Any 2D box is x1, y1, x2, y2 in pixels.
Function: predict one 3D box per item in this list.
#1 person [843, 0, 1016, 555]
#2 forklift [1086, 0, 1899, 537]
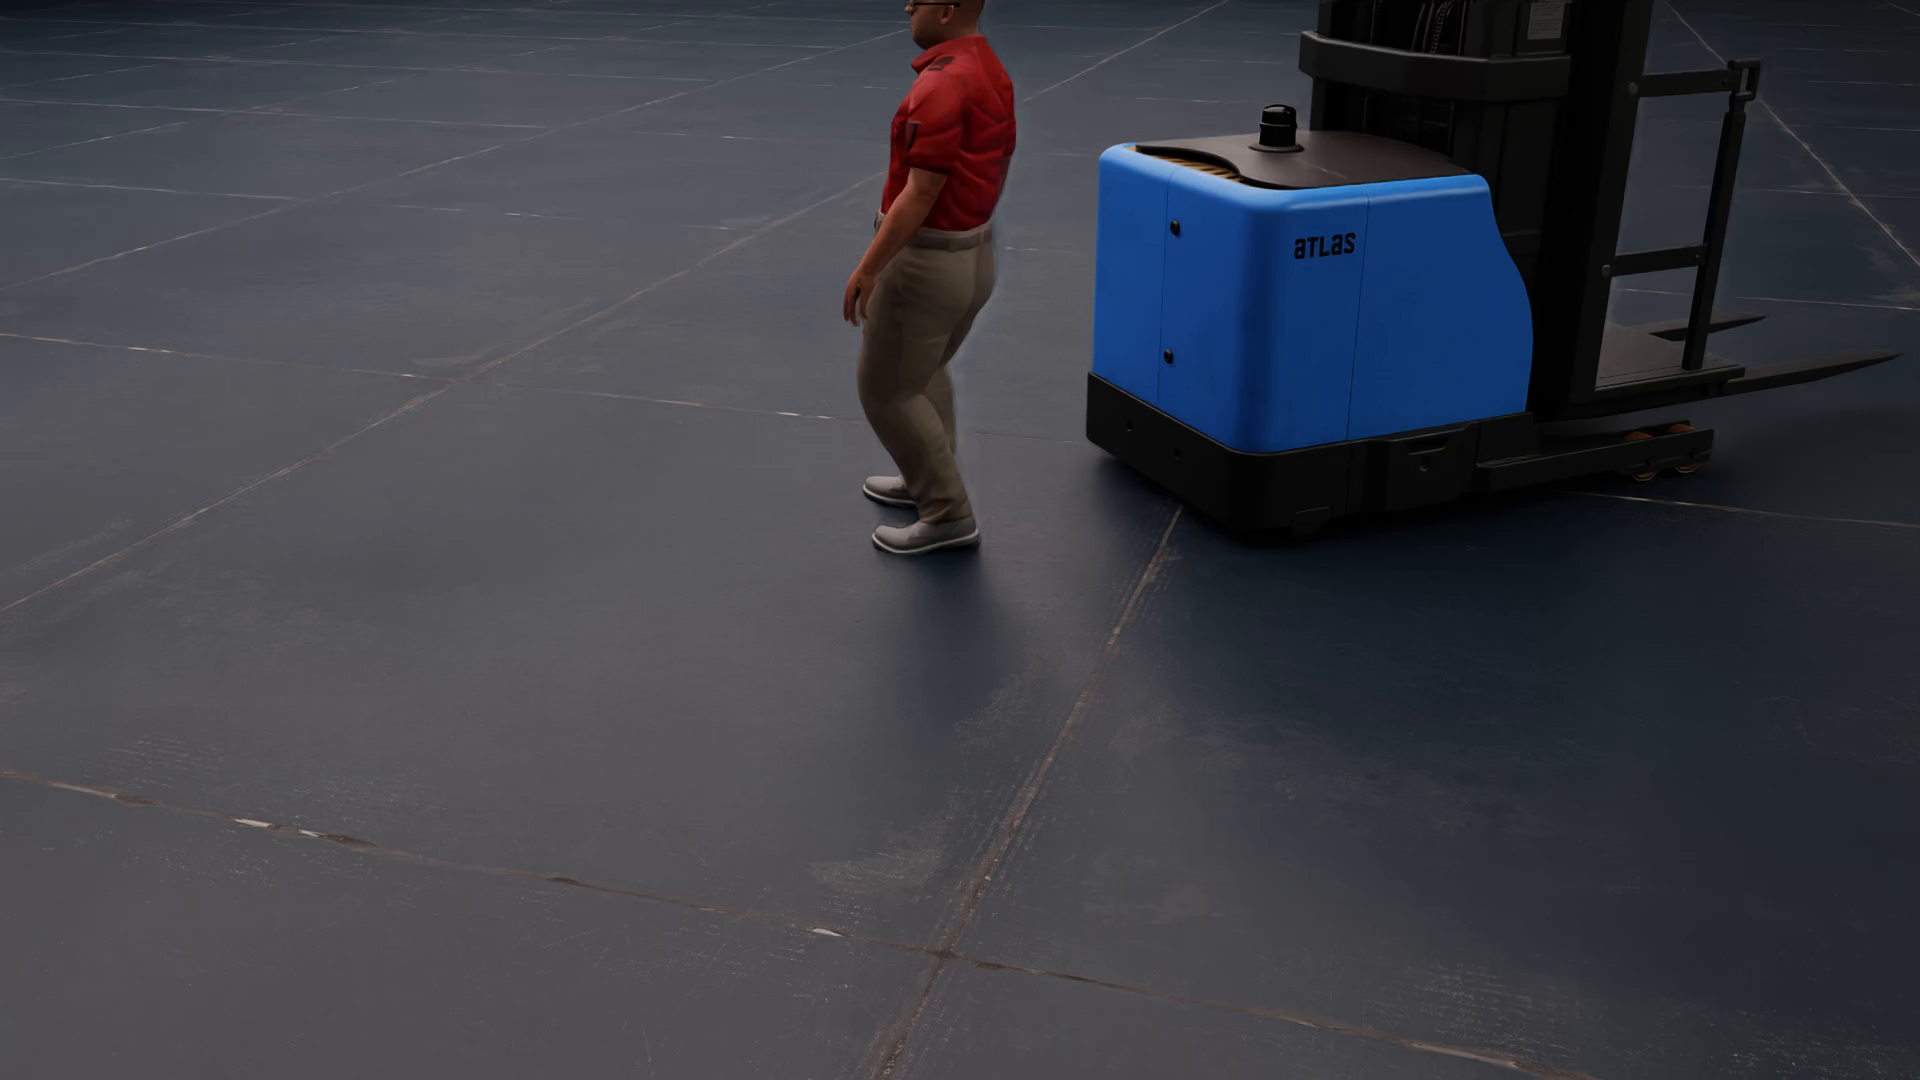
[{"bbox_3d":[-0.148,-0.805,4.871,0.556,1.711,0.690,9,24,20],"label":"person"},{"bbox_3d":[2.002,-1.724,5.455,3.031,2.935,1.130,-10,24,-22],"label":"forklift"}]
